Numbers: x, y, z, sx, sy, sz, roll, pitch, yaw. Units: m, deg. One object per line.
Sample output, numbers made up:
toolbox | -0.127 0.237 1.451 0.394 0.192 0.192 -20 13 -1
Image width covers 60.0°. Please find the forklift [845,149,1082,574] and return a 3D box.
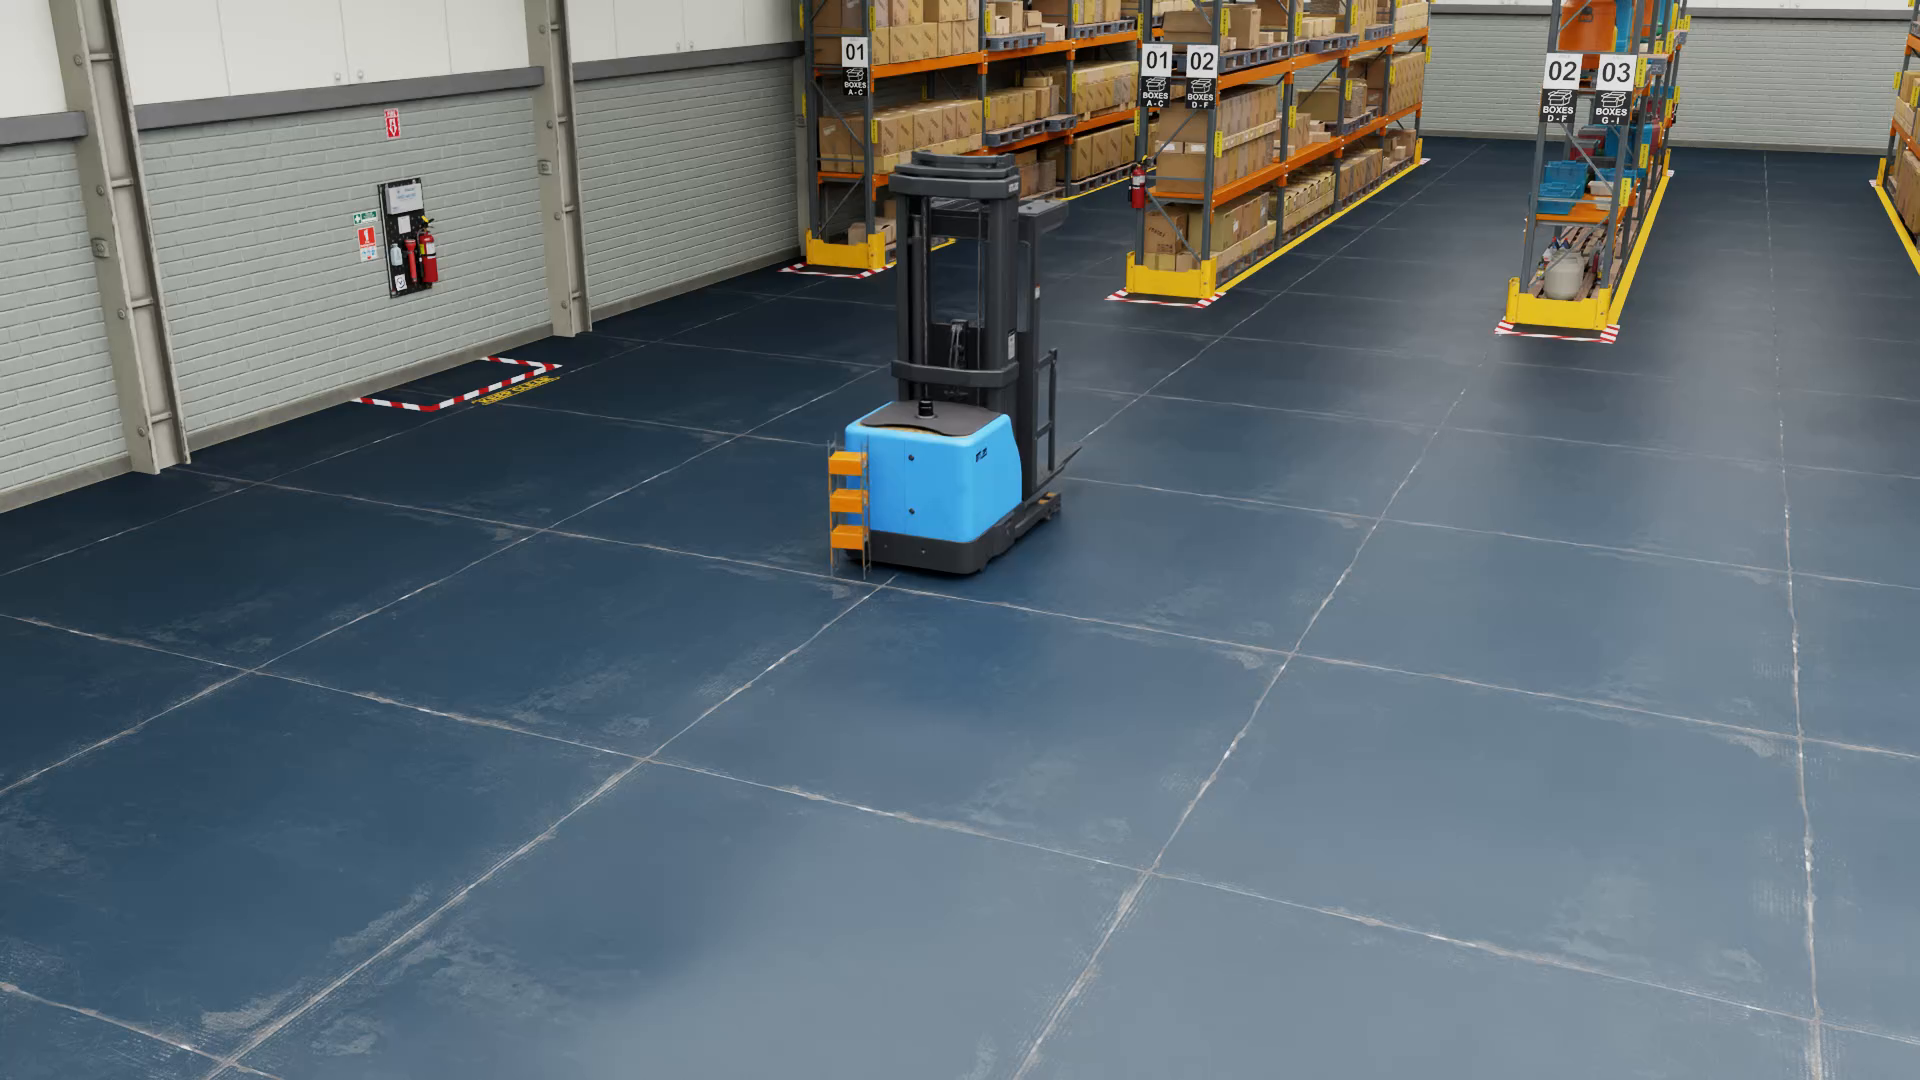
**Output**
forklift | 0.181 -1.592 13.071 1.130 2.935 3.031 8 21 21

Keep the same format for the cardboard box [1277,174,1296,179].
cardboard box | 5.407 -6.056 28.162 0.500 0.311 0.500 8 21 21

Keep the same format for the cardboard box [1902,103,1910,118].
cardboard box | 17.341 -7.743 30.045 0.500 0.250 0.500 8 21 22

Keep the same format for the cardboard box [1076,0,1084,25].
cardboard box | 1.891 -9.843 30.887 0.700 0.500 0.500 7 21 20

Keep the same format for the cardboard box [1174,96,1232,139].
cardboard box | 3.255 -5.703 22.442 0.700 0.500 0.500 8 21 21

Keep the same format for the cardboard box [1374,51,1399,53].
cardboard box | 8.950 -10.036 35.069 0.500 0.500 0.500 9 22 24

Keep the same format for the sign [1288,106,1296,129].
sign | 4.965 -6.318 24.847 0.100 0.325 0.005 9 21 23

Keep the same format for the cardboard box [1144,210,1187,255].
cardboard box | 2.769 -4.186 22.621 0.500 0.500 0.500 9 21 23

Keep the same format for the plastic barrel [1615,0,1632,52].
plastic barrel | 8.471 -6.825 21.833 0.600 0.901 0.708 9 21 23

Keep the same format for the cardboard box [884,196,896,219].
cardboard box | -0.755 -5.025 25.695 0.700 0.500 0.500 7 21 19

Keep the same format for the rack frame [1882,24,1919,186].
rack frame | 18.409 -8.256 31.708 1.000 3.000 0.127 9 21 23

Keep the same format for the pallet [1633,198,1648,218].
pallet | 11.400 -5.795 28.948 1.003 0.211 1.213 9 21 23

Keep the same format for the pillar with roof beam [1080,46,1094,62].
pillar with roof beam | 6.639 -11.641 32.272 9.100 9.000 0.400 9 21 23

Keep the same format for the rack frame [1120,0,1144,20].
rack frame | 3.214 -11.899 32.998 1.000 3.000 0.127 9 21 23

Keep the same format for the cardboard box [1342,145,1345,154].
cardboard box | 6.905 -7.357 31.133 0.500 0.250 0.500 9 21 23

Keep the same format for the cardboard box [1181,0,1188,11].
cardboard box | 4.582 -11.463 35.697 0.500 0.250 0.500 8 21 21

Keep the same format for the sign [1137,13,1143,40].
sign | 2.331 -6.598 21.364 0.100 0.325 0.005 9 21 23

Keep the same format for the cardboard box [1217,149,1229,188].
cardboard box | 3.234 -5.075 22.613 0.700 0.500 0.500 9 22 24

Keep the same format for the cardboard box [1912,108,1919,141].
cardboard box | 16.354 -6.974 27.954 0.500 0.500 0.500 9 21 23

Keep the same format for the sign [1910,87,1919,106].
sign | 16.264 -7.555 28.324 0.100 0.325 0.005 9 21 23

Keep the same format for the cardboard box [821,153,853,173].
cardboard box | -1.686 -5.513 24.187 0.500 0.250 0.500 9 21 23

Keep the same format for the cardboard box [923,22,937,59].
cardboard box | -0.674 -7.427 24.721 0.500 0.500 0.500 10 22 26

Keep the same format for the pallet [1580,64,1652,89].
pallet | 7.766 -5.609 20.068 1.003 0.211 1.213 9 21 23

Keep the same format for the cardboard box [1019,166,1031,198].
cardboard box | 0.834 -6.355 29.435 0.700 0.500 0.500 8 21 22

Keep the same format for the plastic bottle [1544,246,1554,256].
plastic bottle | 7.939 -3.793 22.453 0.144 0.351 0.185 10 22 25

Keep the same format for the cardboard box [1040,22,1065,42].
cardboard box | 1.527 -8.973 29.351 0.500 0.311 0.500 9 21 23

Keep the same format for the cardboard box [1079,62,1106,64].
cardboard box | 2.579 -9.357 33.060 0.500 0.250 0.500 9 21 23

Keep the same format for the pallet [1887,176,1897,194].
pallet | 18.153 -6.687 31.458 1.003 0.211 1.213 9 21 23

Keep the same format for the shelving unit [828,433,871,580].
shelving unit | -0.801 -0.242 12.081 0.252 1.050 0.215 4 20 10

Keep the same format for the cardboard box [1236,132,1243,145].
cardboard box | 3.703 -5.563 23.017 0.380 0.149 0.250 8 21 22

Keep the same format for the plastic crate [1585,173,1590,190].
plastic crate | 8.163 -4.792 22.282 0.450 0.188 0.662 9 21 23

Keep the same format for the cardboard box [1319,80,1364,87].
cardboard box | 7.113 -8.306 31.072 0.700 0.500 0.500 12 23 31

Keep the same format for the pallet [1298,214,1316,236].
pallet | 5.223 -5.240 27.387 1.003 0.211 1.213 9 21 23

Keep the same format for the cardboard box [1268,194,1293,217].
cardboard box | 4.855 -5.207 25.774 0.500 0.311 0.500 9 21 23

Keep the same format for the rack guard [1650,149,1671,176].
rack guard | 13.888 -7.767 34.064 1.175 0.500 0.348 9 21 23

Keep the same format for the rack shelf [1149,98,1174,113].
rack shelf | 4.033 -9.345 35.843 1.077 0.370 4.000 9 21 23

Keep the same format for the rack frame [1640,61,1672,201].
rack frame | 12.252 -7.713 30.181 1.000 3.000 0.127 9 21 23

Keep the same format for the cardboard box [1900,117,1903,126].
cardboard box | 17.333 -7.604 30.250 0.380 0.149 0.250 8 21 21

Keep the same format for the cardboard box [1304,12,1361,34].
cardboard box | 6.453 -8.926 28.964 0.910 0.500 0.500 9 21 23

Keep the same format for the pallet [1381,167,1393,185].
pallet | 8.017 -7.290 33.152 1.003 0.211 1.213 9 21 23

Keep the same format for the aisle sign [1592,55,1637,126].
aisle sign | 7.576 -5.208 19.255 0.394 0.787 0.004 9 21 23

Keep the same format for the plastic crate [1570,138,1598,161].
plastic crate | 8.895 -5.488 23.828 0.402 0.464 0.583 9 21 23

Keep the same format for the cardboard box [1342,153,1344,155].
cardboard box | 6.894 -6.993 31.229 0.500 0.500 0.500 9 21 23

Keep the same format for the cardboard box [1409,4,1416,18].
cardboard box | 8.783 -10.544 33.142 0.500 0.250 0.500 9 21 23

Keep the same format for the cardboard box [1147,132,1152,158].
cardboard box | 3.613 -8.307 34.955 0.700 0.500 0.500 9 21 23

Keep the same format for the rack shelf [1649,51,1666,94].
rack shelf | 9.795 -6.953 24.641 1.077 0.370 4.000 9 21 23

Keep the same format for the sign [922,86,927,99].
sign | -0.570 -7.248 27.144 0.100 0.325 0.005 9 21 23

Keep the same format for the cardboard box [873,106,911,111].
cardboard box | -1.072 -6.335 25.379 0.500 0.500 0.500 9 21 23

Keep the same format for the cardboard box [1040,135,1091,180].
cardboard box | 1.996 -7.242 31.436 0.750 0.750 0.750 8 21 22

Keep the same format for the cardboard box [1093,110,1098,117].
cardboard box | 2.423 -8.207 31.914 0.380 0.149 0.250 9 21 24

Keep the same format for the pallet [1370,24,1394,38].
pallet | 7.403 -9.529 31.091 1.213 0.211 1.003 9 21 23

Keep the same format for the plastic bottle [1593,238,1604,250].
plastic bottle | 8.844 -4.010 23.065 0.144 0.351 0.185 9 21 23

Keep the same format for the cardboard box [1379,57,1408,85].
cardboard box | 8.606 -9.333 33.093 0.500 0.500 0.500 8 21 21

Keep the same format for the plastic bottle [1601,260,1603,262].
plastic bottle | 8.546 -3.614 22.068 0.097 0.271 0.097 0 20 0

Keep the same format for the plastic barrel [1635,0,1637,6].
plastic barrel | 10.080 -7.919 25.534 0.600 0.901 0.600 0 20 0

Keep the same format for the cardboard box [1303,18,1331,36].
cardboard box | 5.764 -8.403 27.240 0.500 0.250 0.500 9 22 24

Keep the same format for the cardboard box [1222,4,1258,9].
cardboard box | 4.012 -7.555 24.274 0.500 0.500 0.500 10 22 27
